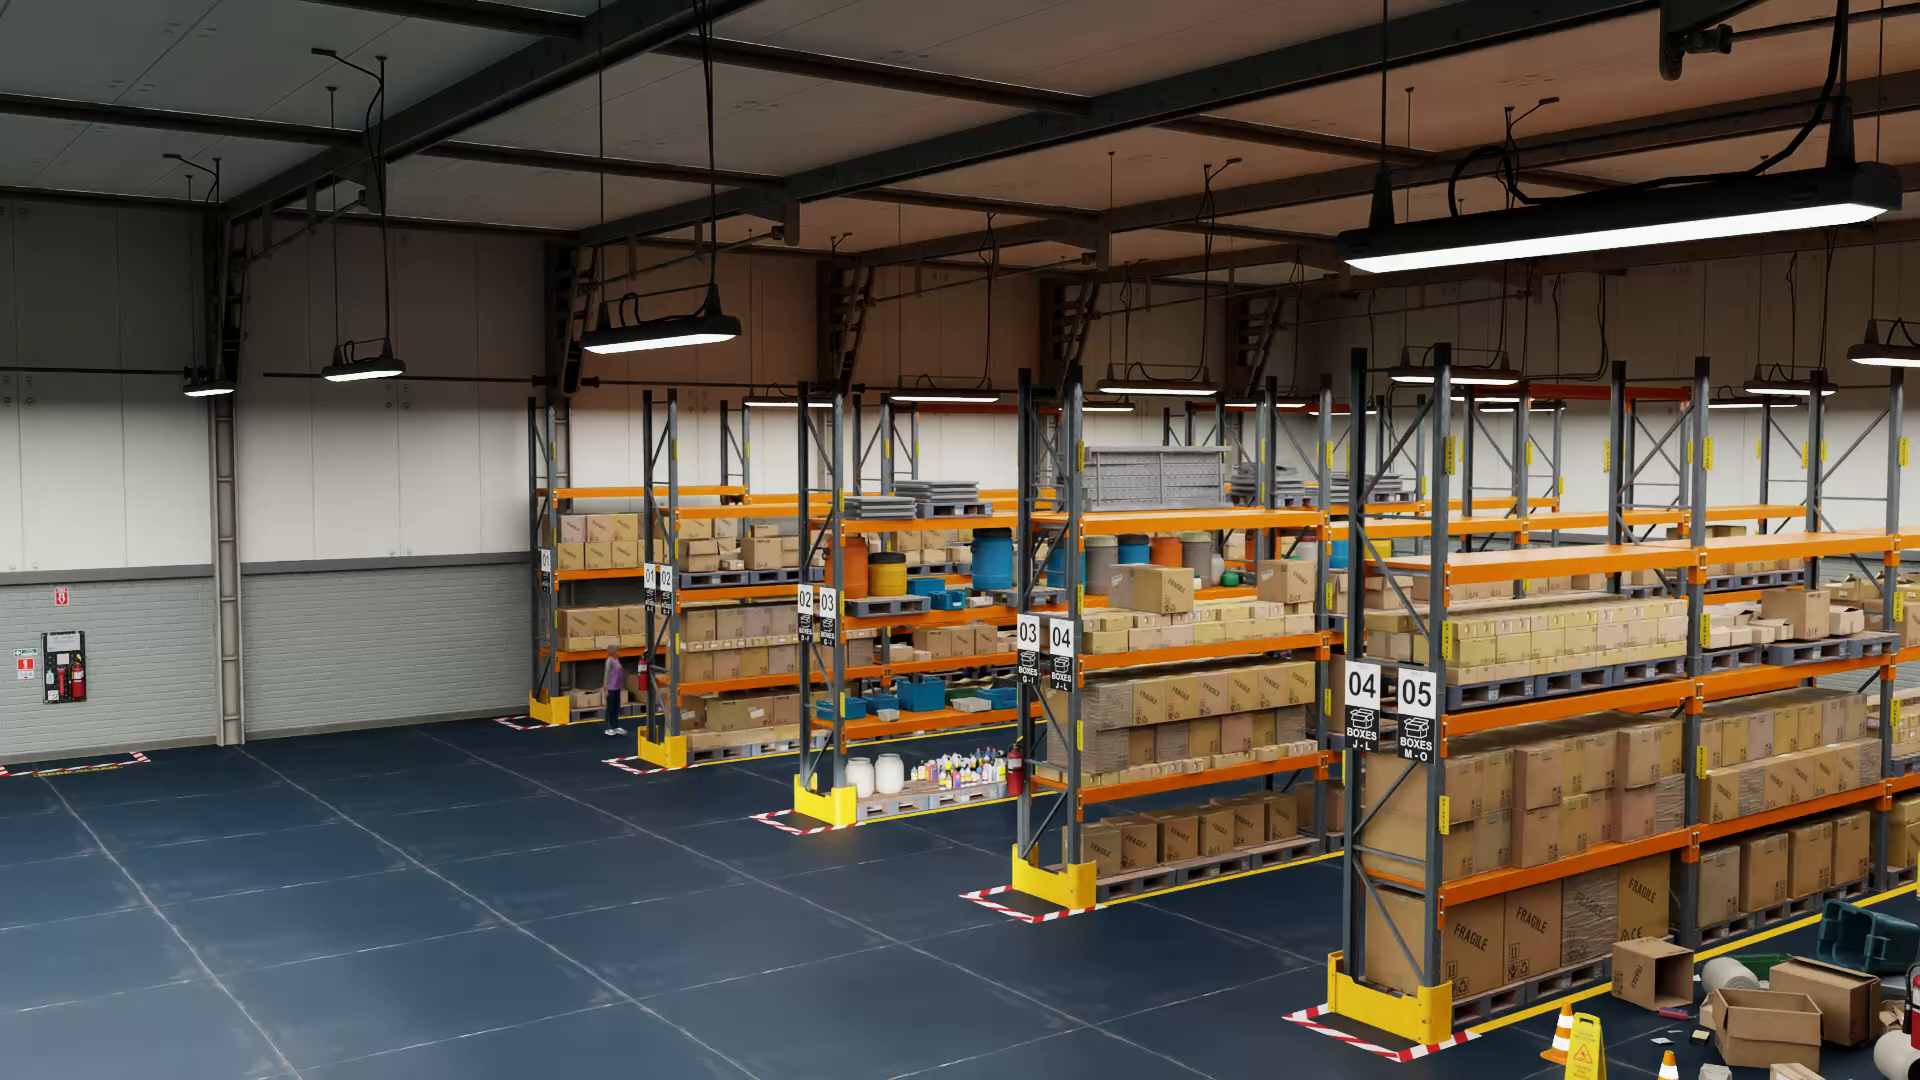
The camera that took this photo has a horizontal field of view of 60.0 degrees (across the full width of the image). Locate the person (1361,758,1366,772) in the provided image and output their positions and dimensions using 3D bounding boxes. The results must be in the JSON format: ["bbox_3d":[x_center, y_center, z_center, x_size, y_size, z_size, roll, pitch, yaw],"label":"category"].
[{"bbox_3d":[6.365,2.841,26.000,0.483,1.610,0.423,1,4,23],"label":"person"}]

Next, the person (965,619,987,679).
[{"bbox_3d":[0.343,2.247,33.728,0.495,1.627,0.584,0,3,0],"label":"person"}]

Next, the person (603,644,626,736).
[{"bbox_3d":[-6.117,2.637,29.273,0.329,1.608,0.487,1,3,14],"label":"person"}]
